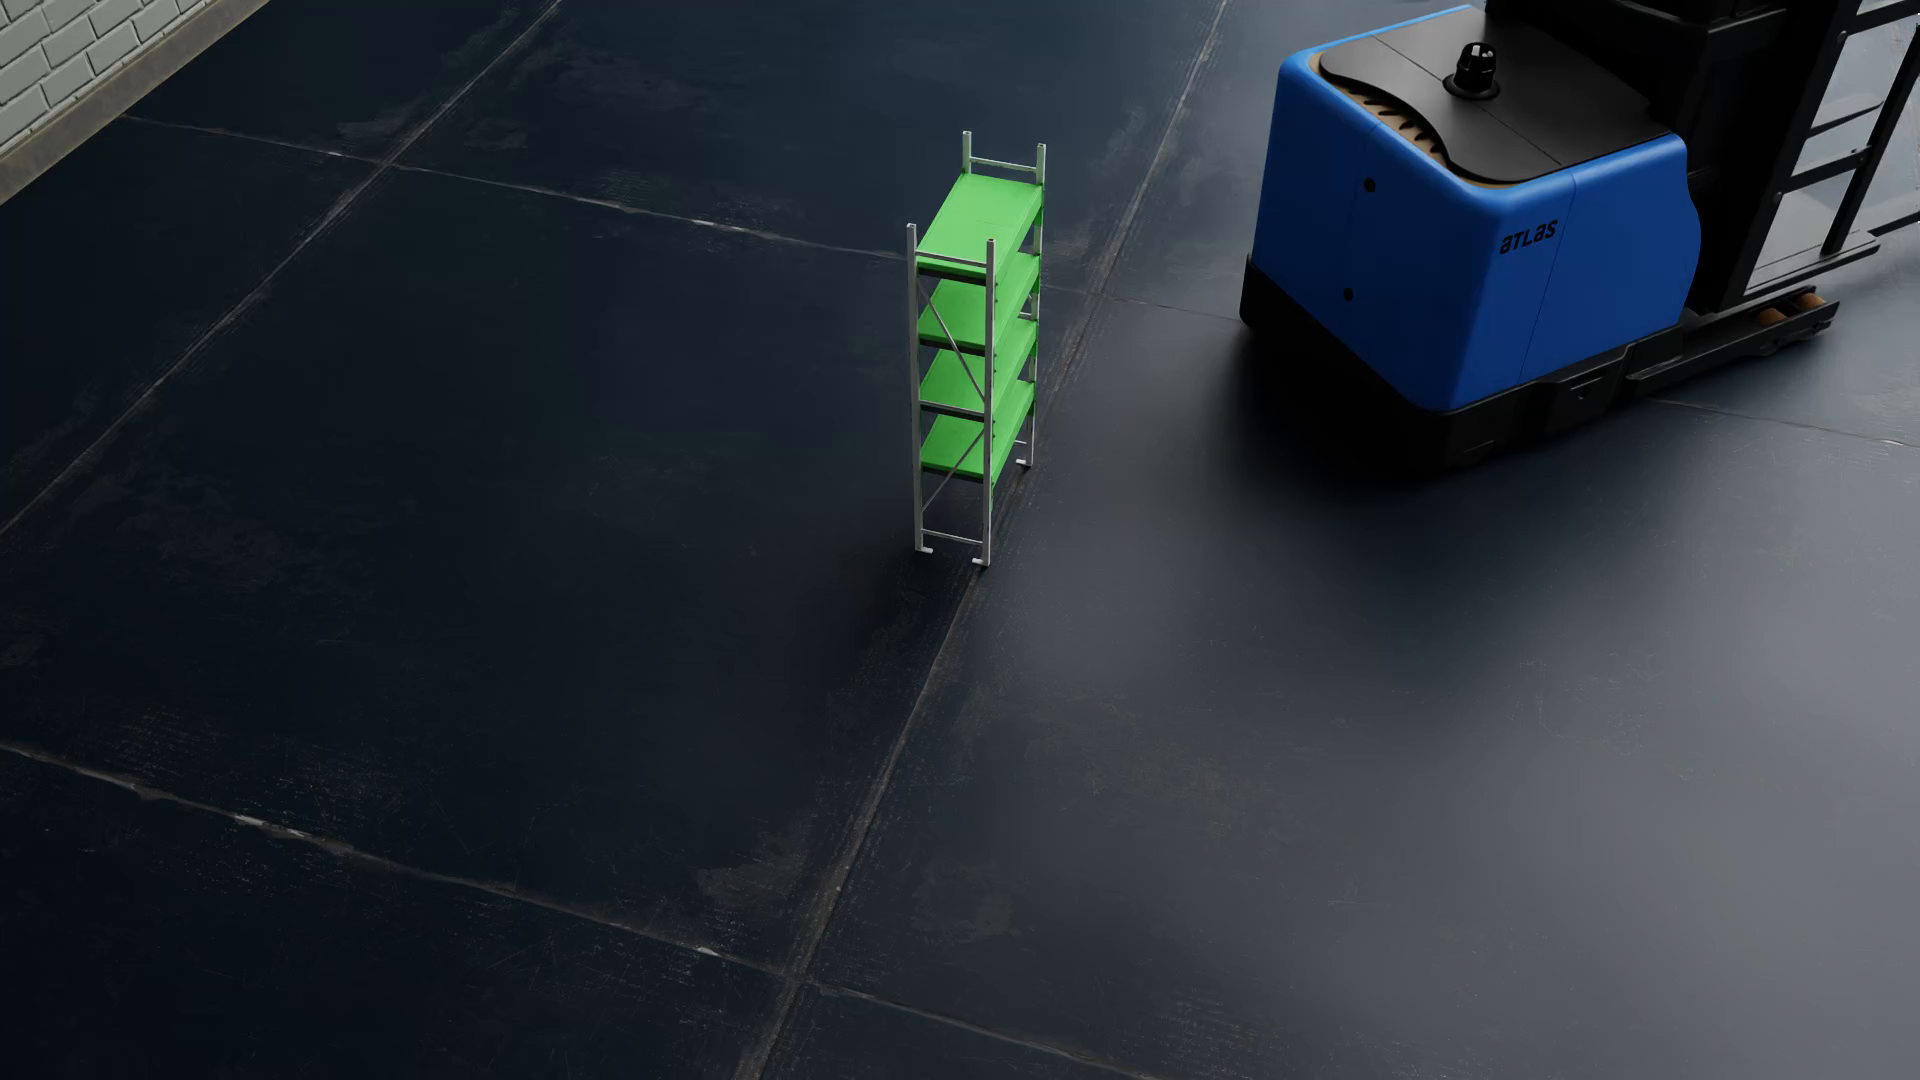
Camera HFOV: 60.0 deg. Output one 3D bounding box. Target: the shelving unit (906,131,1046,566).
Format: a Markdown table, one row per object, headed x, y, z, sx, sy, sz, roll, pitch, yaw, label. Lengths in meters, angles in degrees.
| x | y | z | sx | sy | sz | roll | pitch | yaw | label |
| --- | --- | --- | --- | --- | --- | --- | --- | --- | --- |
| 0.050 | -0.539 | 4.943 | 0.258 | 1.200 | 0.503 | 13 | 46 | 12 | shelving unit |

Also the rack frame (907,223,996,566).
| x | y | z | sx | sy | sz | roll | pitch | yaw | label |
| --- | --- | --- | --- | --- | --- | --- | --- | --- | --- |
| -0.024 | -0.377 | 4.777 | 0.240 | 1.200 | 0.015 | 13 | 46 | 12 | rack frame |

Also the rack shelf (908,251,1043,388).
| x | y | z | sx | sy | sz | roll | pitch | yaw | label |
| --- | --- | --- | --- | --- | --- | --- | --- | --- | --- |
| 0.050 | -0.665 | 4.820 | 0.258 | 0.148 | 0.480 | 13 | 46 | 12 | rack shelf |

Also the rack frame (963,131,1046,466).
| x | y | z | sx | sy | sz | roll | pitch | yaw | label |
| --- | --- | --- | --- | --- | --- | --- | --- | --- | --- |
| 0.124 | -0.702 | 5.109 | 0.240 | 1.200 | 0.015 | 13 | 46 | 12 | rack frame |

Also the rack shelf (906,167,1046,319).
| x | y | z | sx | sy | sz | roll | pitch | yaw | label |
| --- | --- | --- | --- | --- | --- | --- | --- | --- | --- |
| 0.050 | -0.837 | 4.652 | 0.258 | 0.148 | 0.480 | 13 | 46 | 12 | rack shelf |

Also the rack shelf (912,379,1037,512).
| x | y | z | sx | sy | sz | roll | pitch | yaw | label |
| --- | --- | --- | --- | --- | --- | --- | --- | --- | --- |
| 0.050 | -0.322 | 5.156 | 0.258 | 0.148 | 0.480 | 13 | 46 | 12 | rack shelf |

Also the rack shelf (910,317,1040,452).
| x | y | z | sx | sy | sz | roll | pitch | yaw | label |
| --- | --- | --- | --- | --- | --- | --- | --- | --- | --- |
| 0.050 | -0.494 | 4.988 | 0.258 | 0.148 | 0.480 | 13 | 46 | 12 | rack shelf |

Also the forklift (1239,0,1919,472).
| x | y | z | sx | sy | sz | roll | pitch | yaw | label |
| --- | --- | --- | --- | --- | --- | --- | --- | --- | --- |
| 2.550 | -2.009 | 5.208 | 3.031 | 2.935 | 1.130 | -20 | 48 | -20 | forklift |
